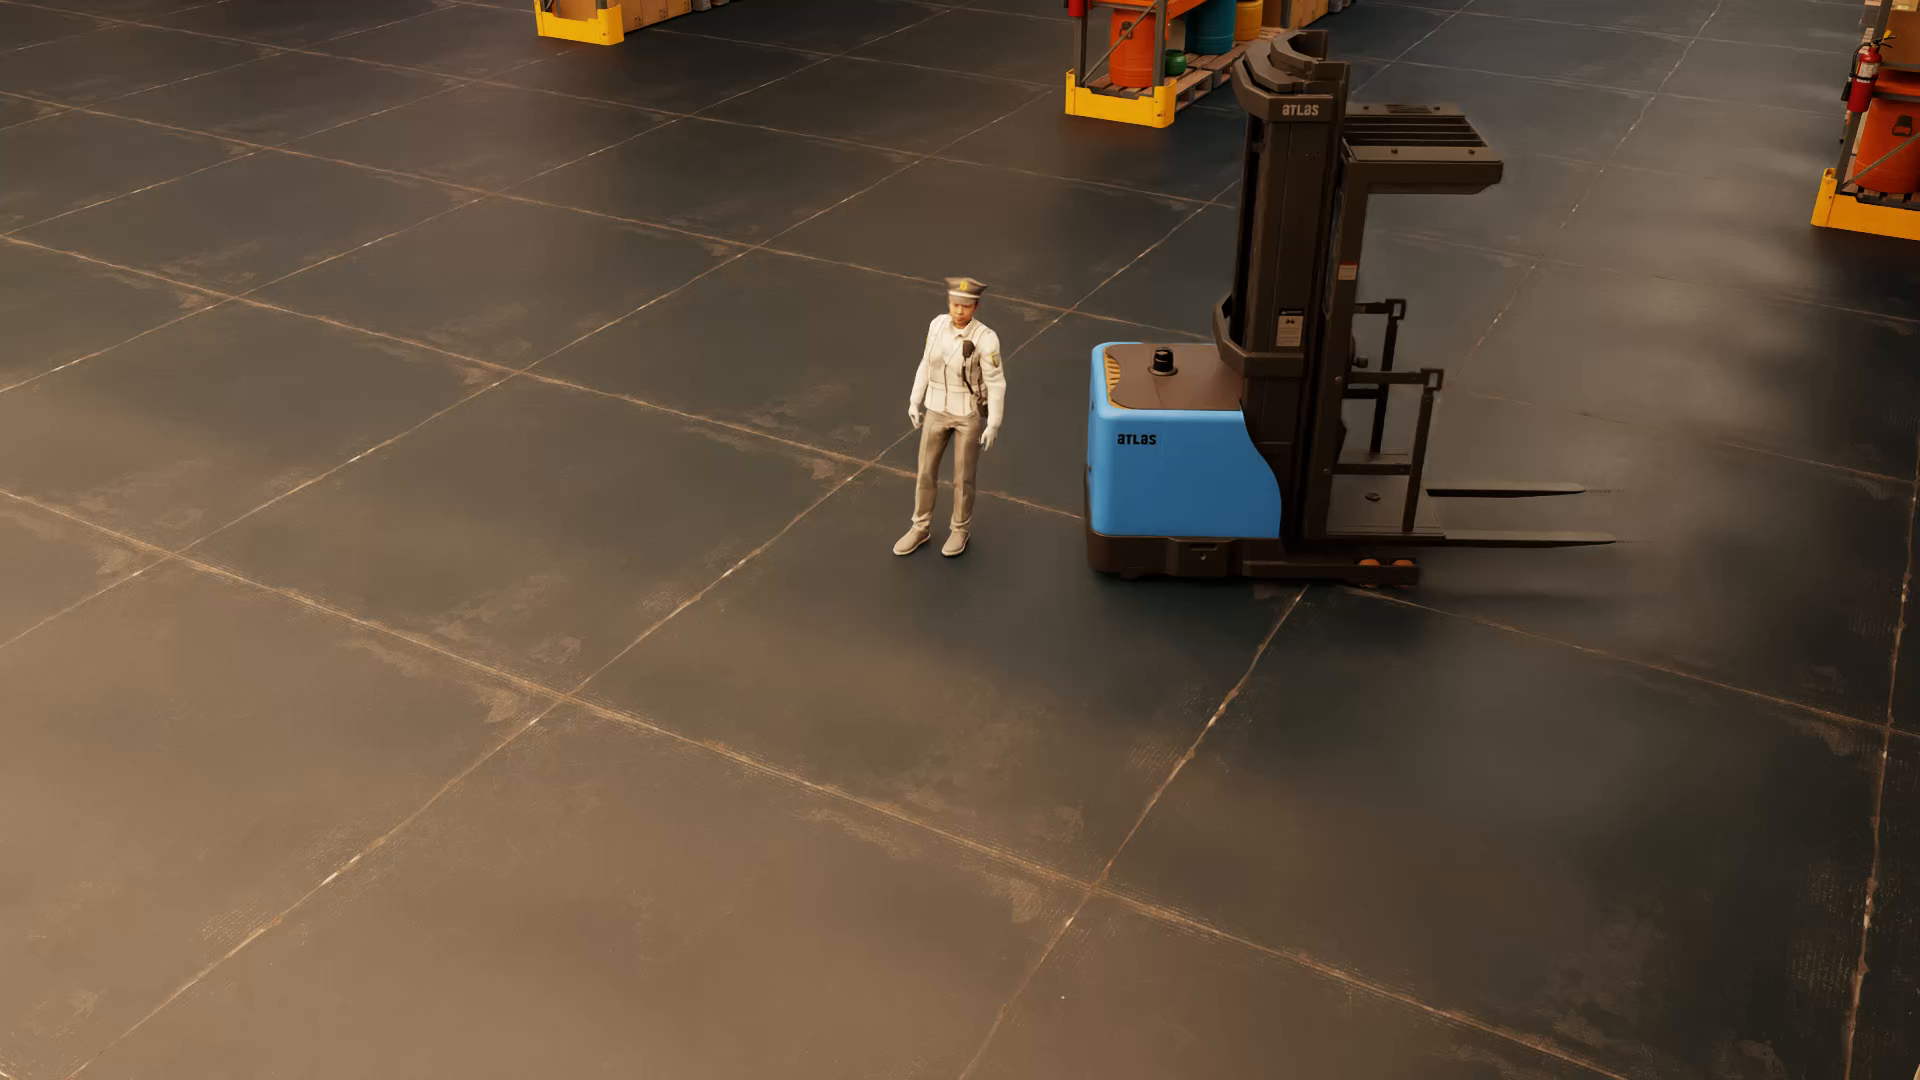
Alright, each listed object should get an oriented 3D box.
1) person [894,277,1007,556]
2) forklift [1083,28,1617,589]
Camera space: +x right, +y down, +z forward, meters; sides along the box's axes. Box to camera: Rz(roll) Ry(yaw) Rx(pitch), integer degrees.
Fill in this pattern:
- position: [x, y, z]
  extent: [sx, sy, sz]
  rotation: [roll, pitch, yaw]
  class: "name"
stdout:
- position: [-0.042, -0.690, 9.508]
  extent: [0.598, 1.693, 0.497]
  rotation: [15, 33, 24]
  class: "person"
- position: [2.270, -1.260, 9.254]
  extent: [3.031, 2.935, 1.130]
  rotation: [1, 30, 2]
  class: "forklift"
